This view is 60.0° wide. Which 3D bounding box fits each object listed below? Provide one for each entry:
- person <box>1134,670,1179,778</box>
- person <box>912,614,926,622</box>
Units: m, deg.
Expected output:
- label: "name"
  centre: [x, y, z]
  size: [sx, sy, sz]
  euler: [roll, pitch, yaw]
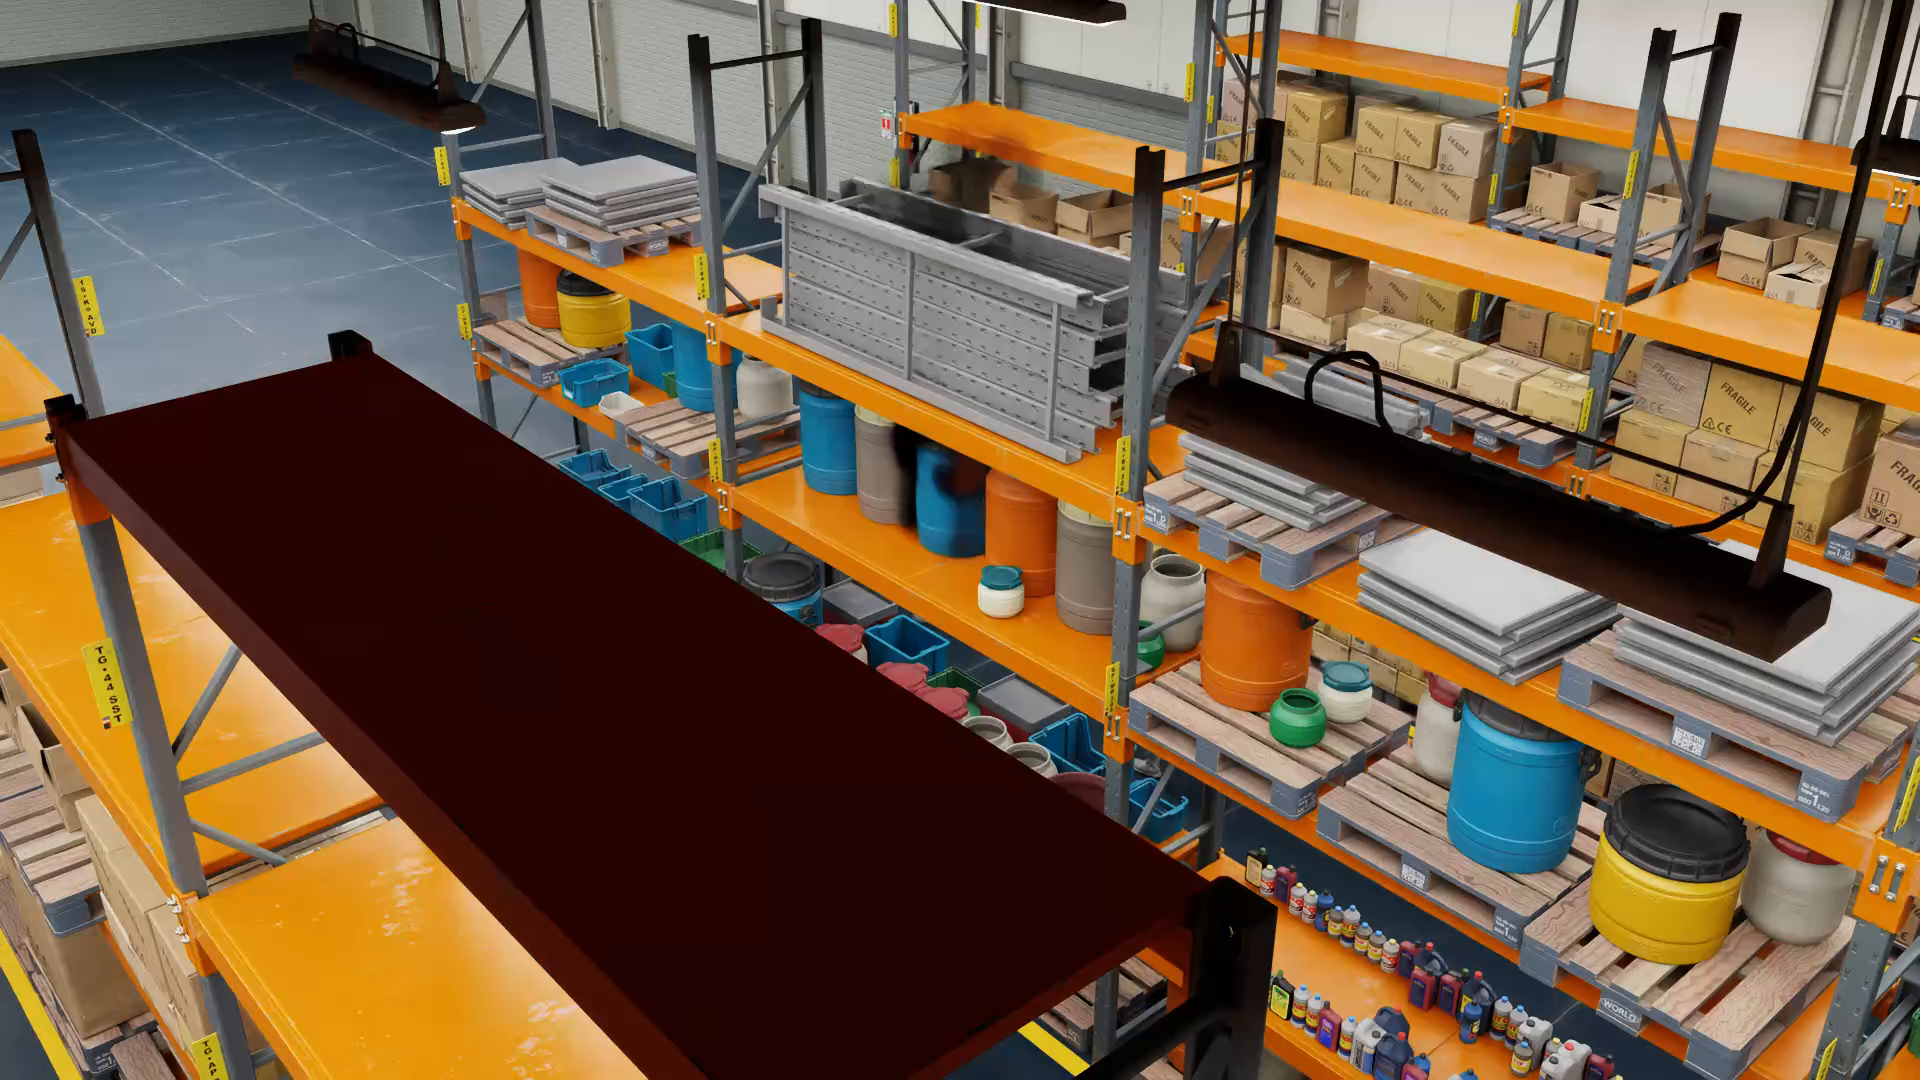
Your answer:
- label: "person"
  centre: [1.711, 1.239, 13.304]
  size: [0.723, 1.654, 0.625]
  euler: [21, 34, 36]
- label: "person"
  centre: [-0.537, -0.009, 15.850]
  size: [0.785, 1.590, 0.693]
  euler: [7, 28, 13]
